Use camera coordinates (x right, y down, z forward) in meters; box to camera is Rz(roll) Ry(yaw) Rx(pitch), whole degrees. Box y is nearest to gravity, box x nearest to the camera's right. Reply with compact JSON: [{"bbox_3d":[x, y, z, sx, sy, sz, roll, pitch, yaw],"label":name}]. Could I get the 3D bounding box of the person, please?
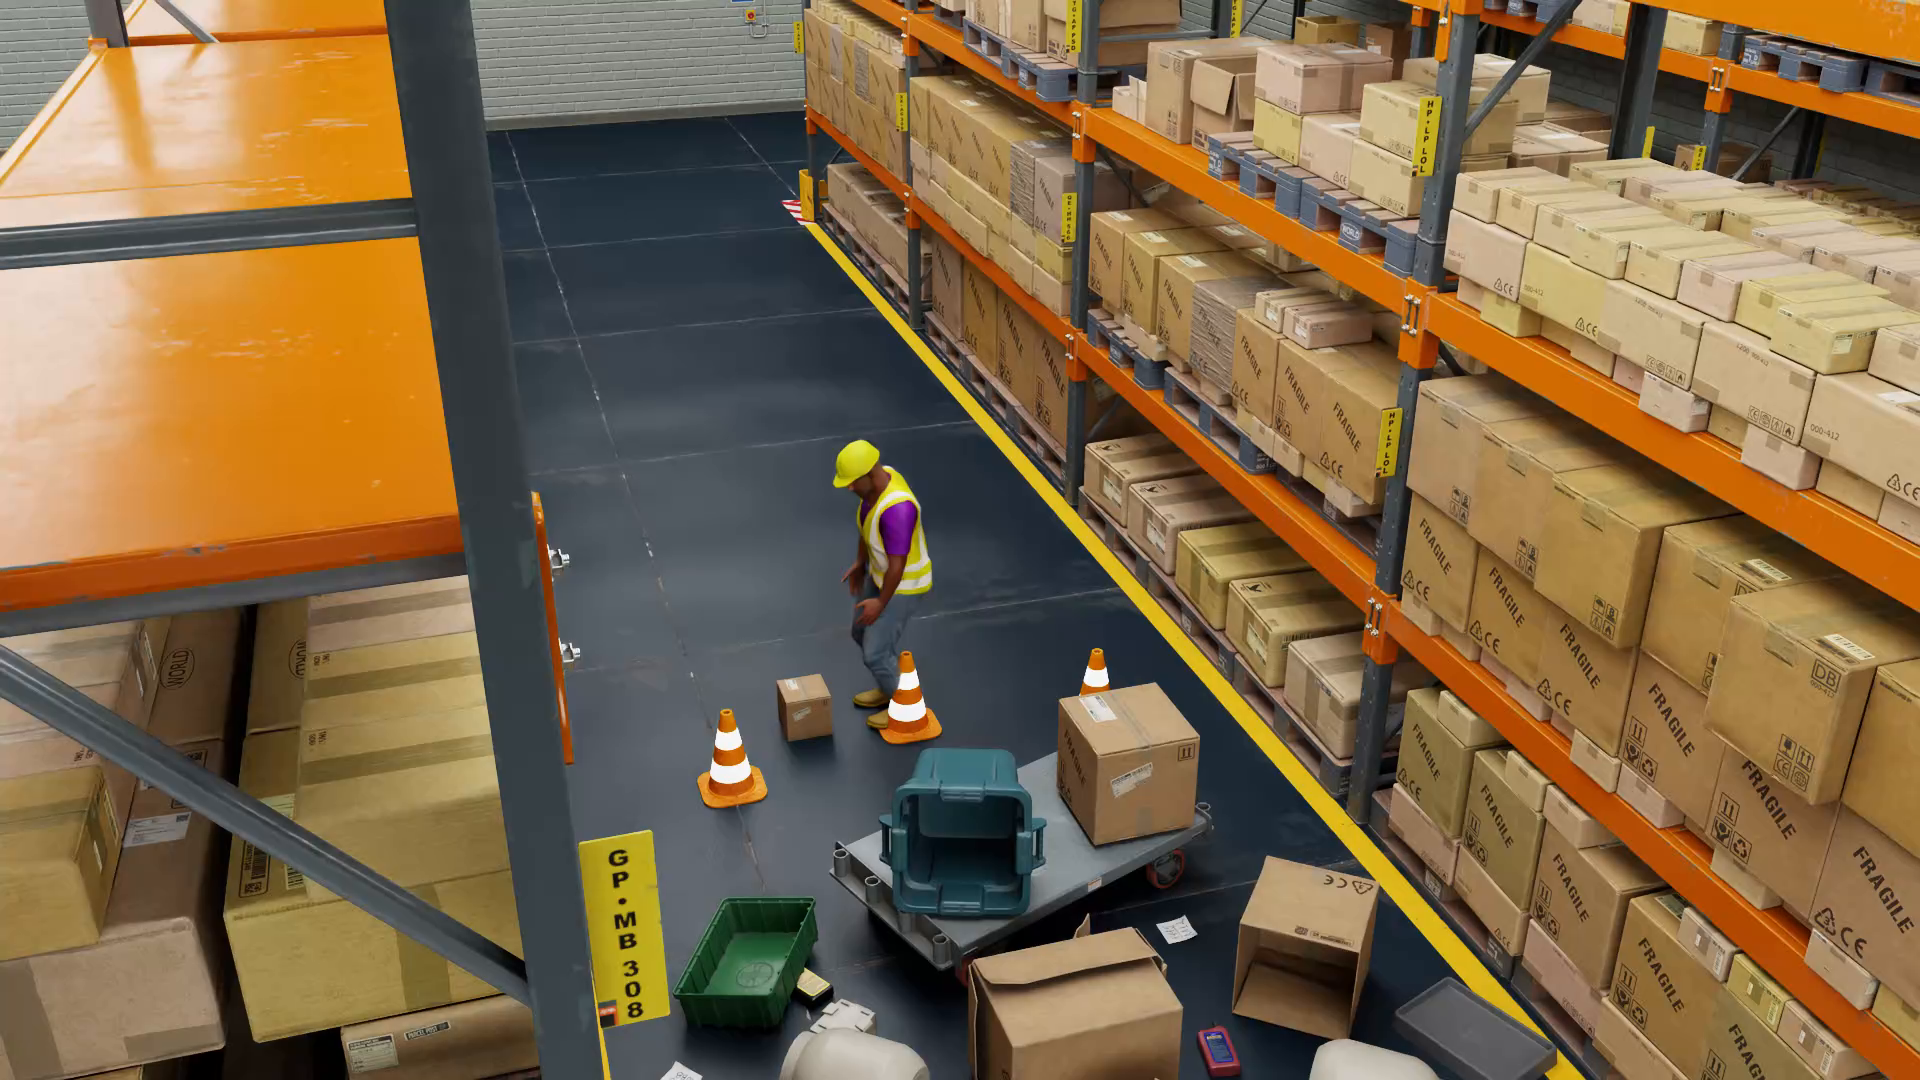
[{"bbox_3d":[-0.412,0.233,8.958,0.508,1.683,0.602,-7,27,-15],"label":"person"}]
